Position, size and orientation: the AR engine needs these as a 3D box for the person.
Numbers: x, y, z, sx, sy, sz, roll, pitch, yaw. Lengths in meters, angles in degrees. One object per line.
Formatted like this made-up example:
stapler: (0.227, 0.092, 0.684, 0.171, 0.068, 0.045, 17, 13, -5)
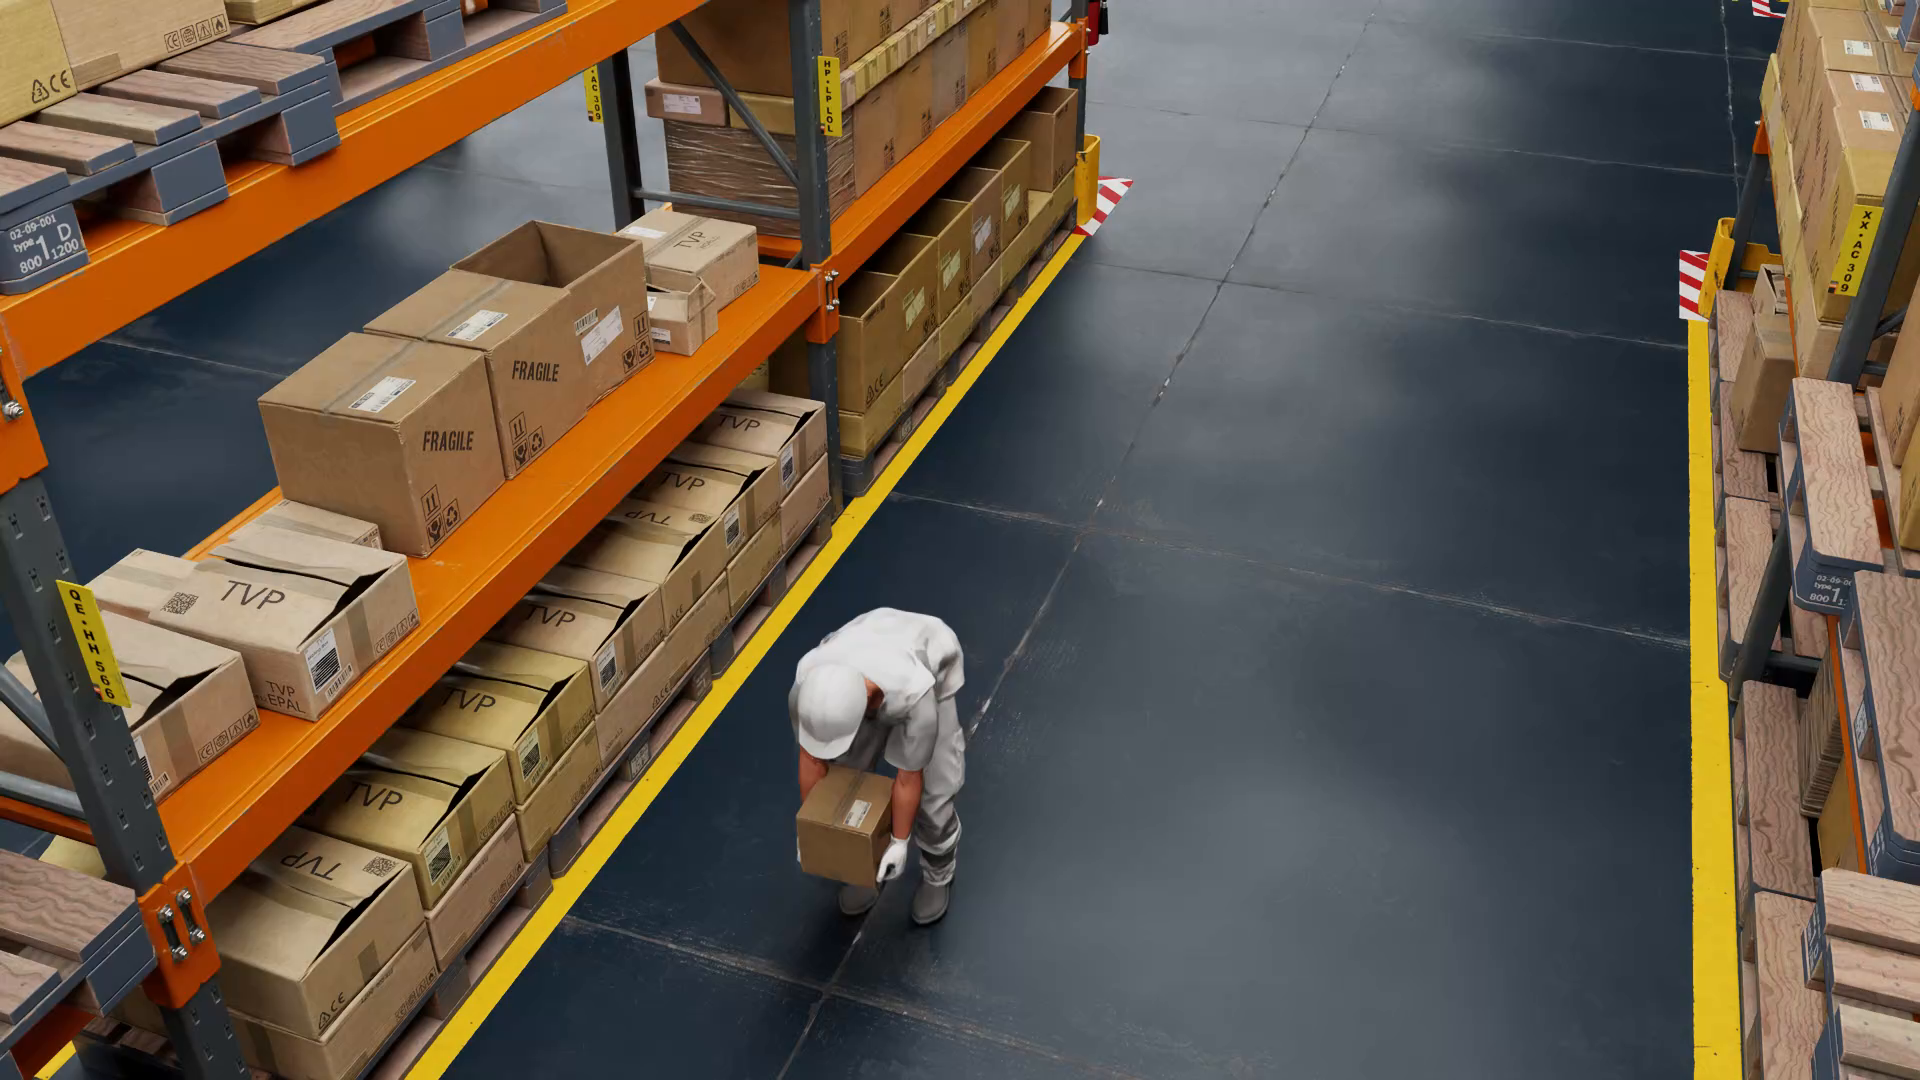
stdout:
person: (-0.269, 0.759, 5.343, 0.492, 1.354, 0.899, 10, 34, 15)
